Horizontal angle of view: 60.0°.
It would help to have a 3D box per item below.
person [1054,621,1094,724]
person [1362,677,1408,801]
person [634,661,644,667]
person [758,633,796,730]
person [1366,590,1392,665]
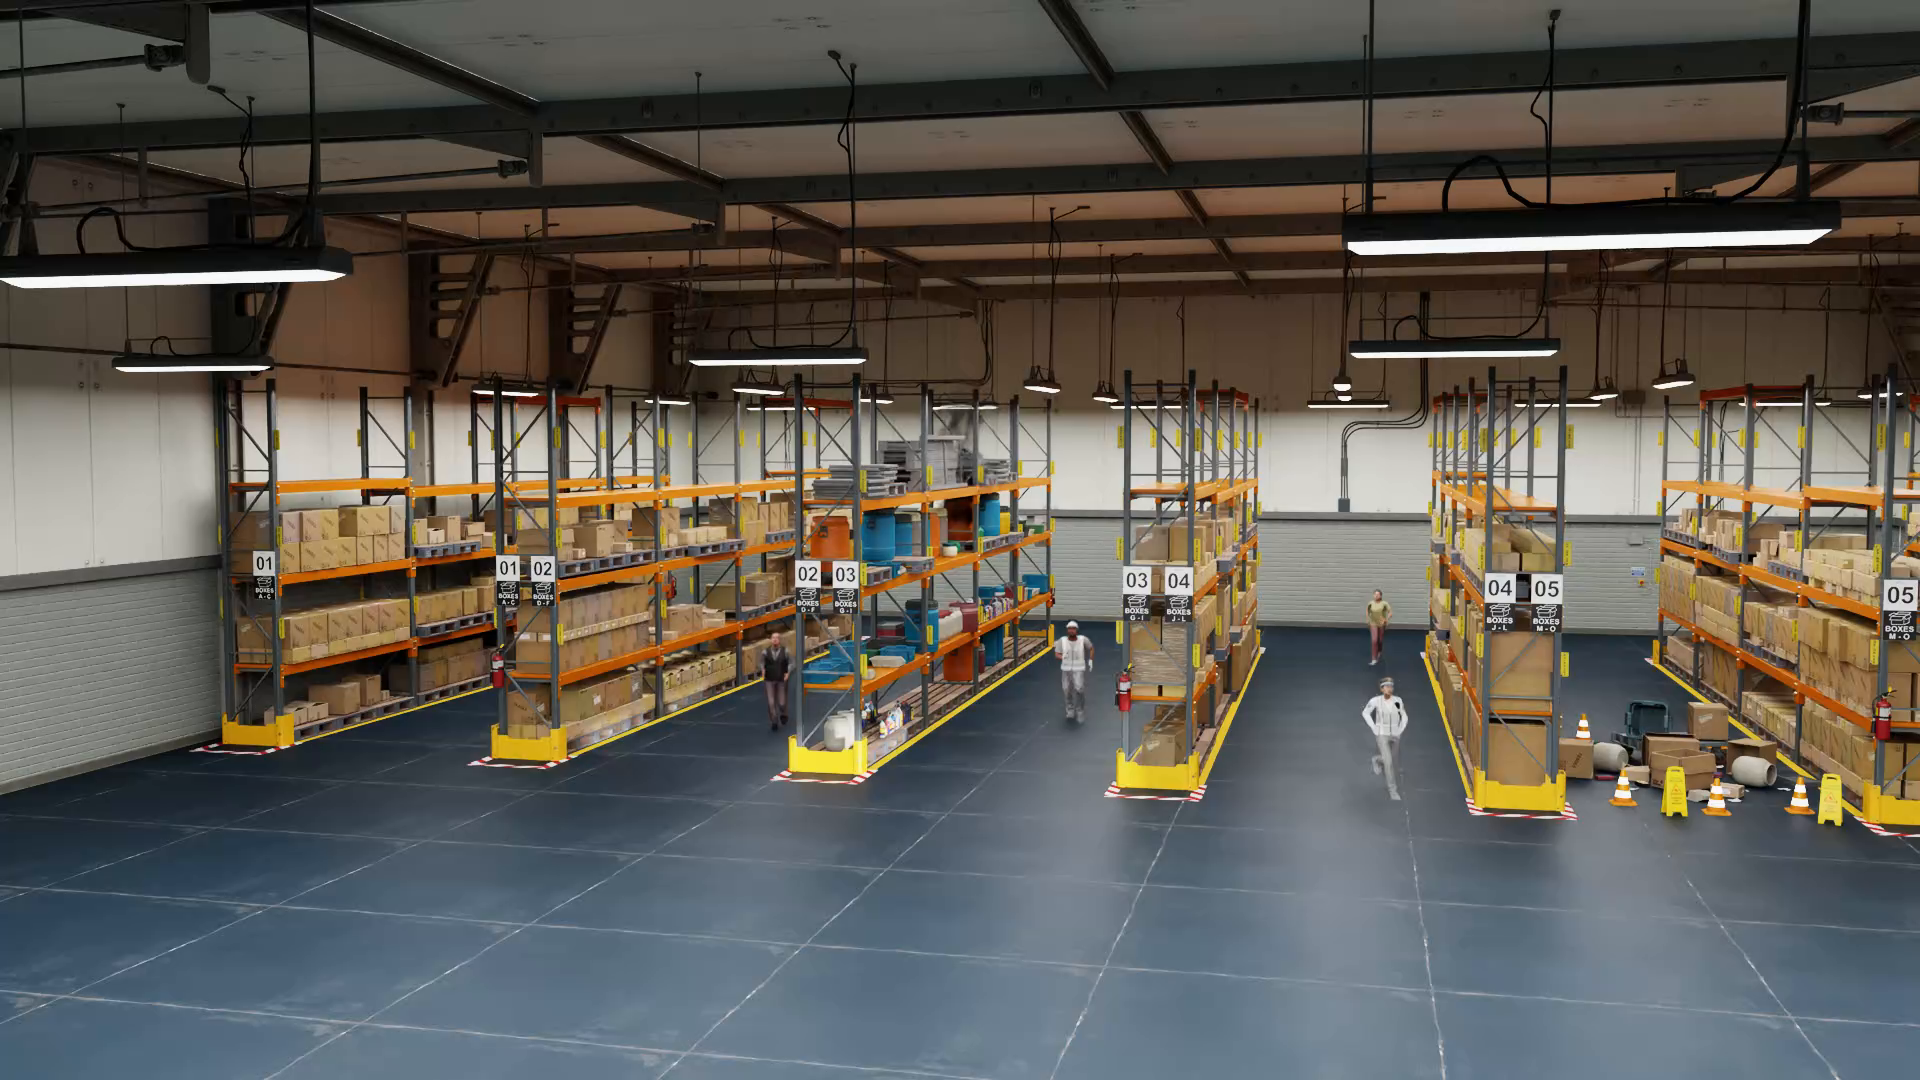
[{"bbox_3d":[2.009,2.349,29.478,0.667,1.824,0.739,1,3,11],"label":"person"},{"bbox_3d":[6.046,2.774,23.571,0.591,1.694,1.026,-1,3,-11],"label":"person"},{"bbox_3d":[-6.592,2.134,33.907,0.589,1.653,0.528,1,4,16],"label":"person"},{"bbox_3d":[-3.180,2.440,28.728,0.656,1.673,0.603,0,3,0],"label":"person"},{"bbox_3d":[9.397,1.942,37.317,0.595,1.680,0.804,1,4,20],"label":"person"}]
